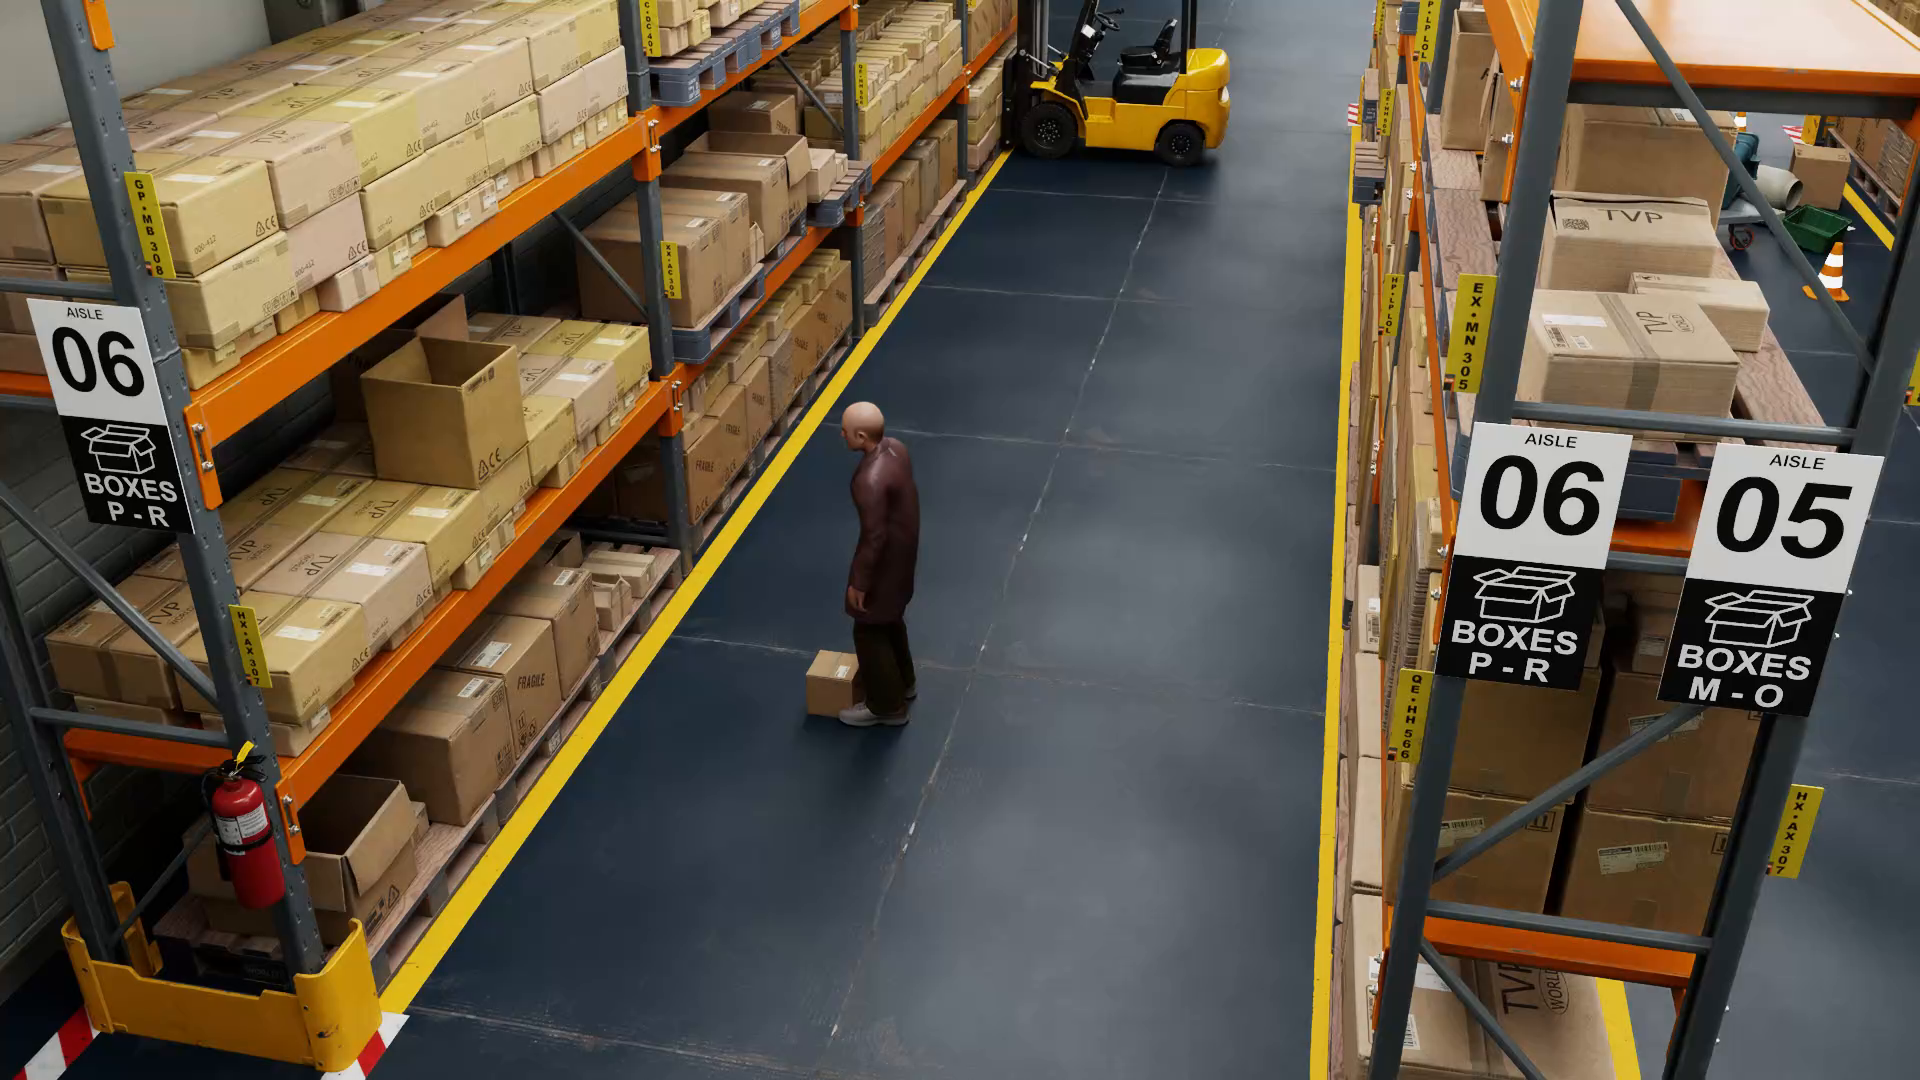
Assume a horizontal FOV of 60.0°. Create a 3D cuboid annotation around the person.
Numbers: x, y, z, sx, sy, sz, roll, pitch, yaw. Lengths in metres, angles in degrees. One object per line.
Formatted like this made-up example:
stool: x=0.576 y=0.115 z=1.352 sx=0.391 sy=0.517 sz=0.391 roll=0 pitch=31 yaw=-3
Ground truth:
person: x=-0.414 y=0.117 z=8.422 sx=0.421 sy=1.774 sz=0.642 roll=6 pitch=29 yaw=11
